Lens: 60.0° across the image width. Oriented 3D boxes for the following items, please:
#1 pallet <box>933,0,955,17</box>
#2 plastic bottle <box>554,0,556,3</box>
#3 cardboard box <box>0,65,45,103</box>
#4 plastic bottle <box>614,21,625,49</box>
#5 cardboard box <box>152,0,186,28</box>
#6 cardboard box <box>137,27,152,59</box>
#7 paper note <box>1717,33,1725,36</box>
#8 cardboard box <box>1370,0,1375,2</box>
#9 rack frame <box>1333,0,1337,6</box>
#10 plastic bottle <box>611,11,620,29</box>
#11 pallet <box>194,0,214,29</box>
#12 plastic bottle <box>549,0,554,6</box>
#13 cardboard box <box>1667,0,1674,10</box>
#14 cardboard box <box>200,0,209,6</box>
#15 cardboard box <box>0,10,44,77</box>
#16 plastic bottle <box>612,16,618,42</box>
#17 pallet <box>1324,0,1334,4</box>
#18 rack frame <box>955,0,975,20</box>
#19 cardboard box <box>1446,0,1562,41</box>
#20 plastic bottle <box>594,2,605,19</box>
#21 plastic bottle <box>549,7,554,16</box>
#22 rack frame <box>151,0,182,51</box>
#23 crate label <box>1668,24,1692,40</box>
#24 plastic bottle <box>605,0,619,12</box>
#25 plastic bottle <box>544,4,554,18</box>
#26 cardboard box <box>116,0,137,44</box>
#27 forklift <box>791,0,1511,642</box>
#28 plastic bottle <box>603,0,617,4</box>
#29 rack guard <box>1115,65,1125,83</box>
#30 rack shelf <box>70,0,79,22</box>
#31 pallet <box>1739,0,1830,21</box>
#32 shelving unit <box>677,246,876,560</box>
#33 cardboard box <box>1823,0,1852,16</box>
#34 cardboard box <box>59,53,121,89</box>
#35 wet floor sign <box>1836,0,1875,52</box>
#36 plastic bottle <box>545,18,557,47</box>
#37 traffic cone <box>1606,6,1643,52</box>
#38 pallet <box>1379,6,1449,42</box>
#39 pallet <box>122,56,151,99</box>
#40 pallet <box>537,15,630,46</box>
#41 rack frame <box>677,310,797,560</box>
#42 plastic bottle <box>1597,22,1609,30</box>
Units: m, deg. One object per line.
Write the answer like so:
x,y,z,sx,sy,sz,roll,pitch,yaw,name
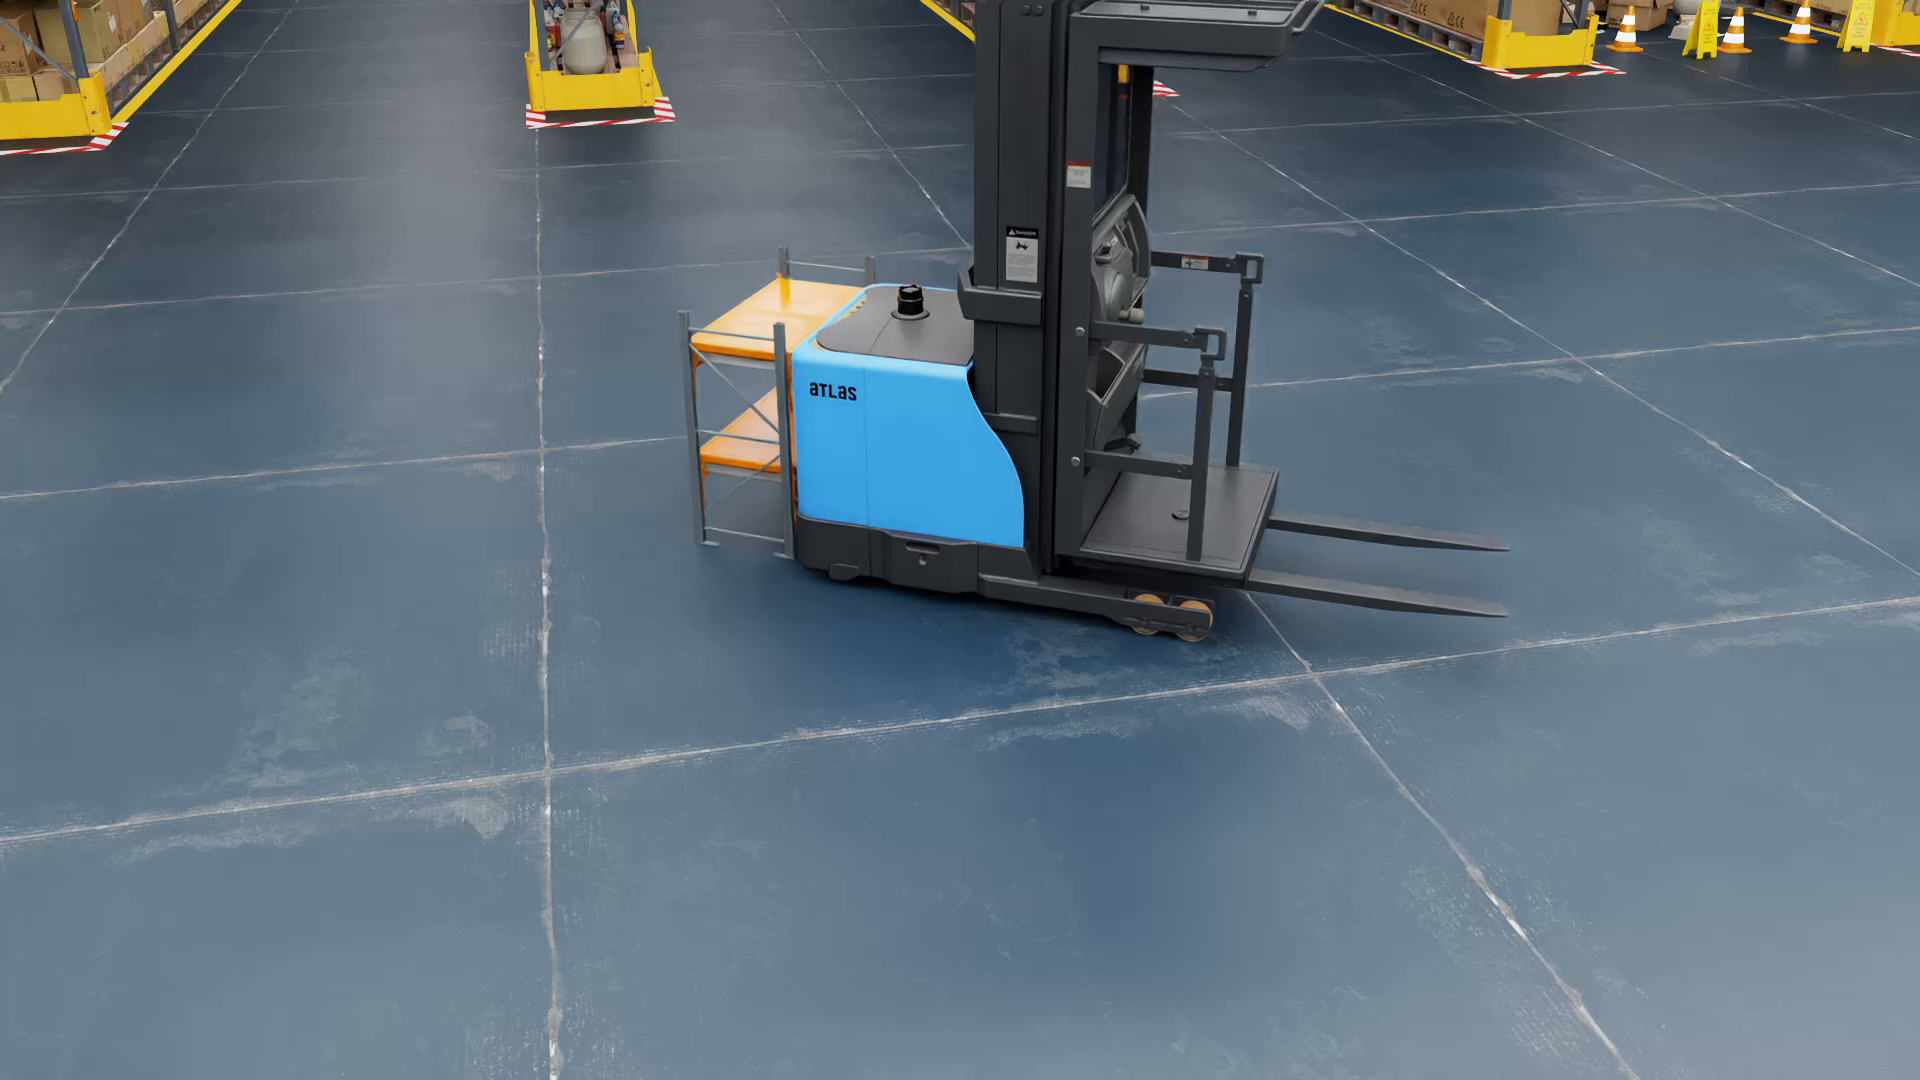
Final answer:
0.265,-6.872,21.130,1.003,0.211,1.213,-6,27,-12,pallet
-4.536,-5.943,18.722,0.061,0.283,0.133,-6,27,-12,plastic bottle
-8.718,-4.180,15.288,0.500,0.250,0.500,-6,27,-12,cardboard box
-3.587,-5.322,17.505,0.097,0.271,0.097,0,27,0,plastic bottle
-9.060,-5.933,18.761,0.500,0.250,0.500,-7,28,-13,cardboard box
-8.663,-5.111,17.132,0.500,0.250,0.500,-6,27,-12,cardboard box
8.846,-5.913,19.430,0.148,0.019,0.142,-16,31,-29,paper note
5.370,-7.190,20.558,0.875,0.875,0.875,-6,27,-11,cardboard box
5.297,-8.234,20.735,1.000,3.000,0.127,-6,27,-12,rack frame
-3.733,-5.605,18.066,0.097,0.271,0.097,0,27,0,plastic bottle
-9.693,-6.382,20.160,1.003,0.211,1.213,-6,27,-12,pallet
-4.640,-5.929,18.702,0.152,0.276,0.135,-5,27,-10,plastic bottle
9.013,-7.058,21.176,0.500,0.500,0.500,13,30,24,cardboard box
-9.407,-6.608,20.098,0.500,0.250,0.500,-5,27,-11,cardboard box
-8.720,-4.515,15.119,0.500,0.500,0.500,-6,27,-12,cardboard box
-3.665,-5.472,17.803,0.097,0.271,0.097,0,27,0,plastic bottle
5.050,-7.320,22.019,1.003,0.211,1.213,-6,27,-12,pallet
0.442,-7.775,19.825,1.000,3.000,0.127,-6,27,-12,rack frame
5.981,-6.008,18.217,0.875,0.875,0.875,-6,27,-11,cardboard box
-4.053,-5.889,18.622,0.152,0.276,0.135,-6,27,-12,plastic bottle
-4.494,-5.710,18.274,0.097,0.271,0.097,0,27,0,plastic bottle
-9.211,-6.771,17.835,1.000,3.000,0.127,-6,27,-12,rack frame
8.402,-5.882,19.252,0.250,0.136,0.298,-23,35,-38,crate label
-3.842,-5.806,18.376,0.144,0.351,0.185,-6,27,-12,plastic bottle
-4.468,-5.620,18.007,0.144,0.351,0.185,-6,27,-12,plastic bottle
-8.549,-5.226,16.529,0.500,0.500,0.500,-6,27,-12,cardboard box
0.850,-1.155,6.785,3.031,2.935,1.130,8,28,16,forklift
-3.958,-6.032,18.824,0.144,0.351,0.185,-7,28,-13,plastic bottle
1.326,-4.936,16.975,1.175,0.500,0.348,-6,27,-12,rack guard
-8.760,-5.572,16.258,1.077,0.370,4.000,-6,27,-12,rack shelf
10.561,-6.709,20.807,1.003,0.211,1.213,-6,27,-12,pallet
-0.815,-0.672,7.832,0.538,1.125,1.048,9,28,18,shelving unit
10.549,-6.323,19.535,0.500,0.250,0.500,-6,27,-12,cardboard box
-8.330,-4.452,15.827,0.500,0.250,0.500,-6,27,-12,cardboard box
9.999,-5.782,18.490,0.267,0.644,0.232,3,27,6,wet floor sign
-4.354,-5.372,17.598,0.152,0.276,0.135,-6,27,-11,plastic bottle
7.462,-5.723,18.575,0.336,0.463,0.334,-6,27,-12,traffic cone
5.670,-6.111,19.623,1.003,0.211,1.213,-6,27,-12,pallet
-8.794,-4.636,16.700,1.003,0.211,1.213,-6,27,-12,pallet
-4.273,-5.728,18.864,1.003,0.211,1.213,-6,27,-12,pallet
-0.986,-0.456,7.405,0.500,1.125,0.032,9,28,18,rack frame
7.599,-6.161,19.888,0.133,0.061,0.283,-16,31,-29,plastic bottle
